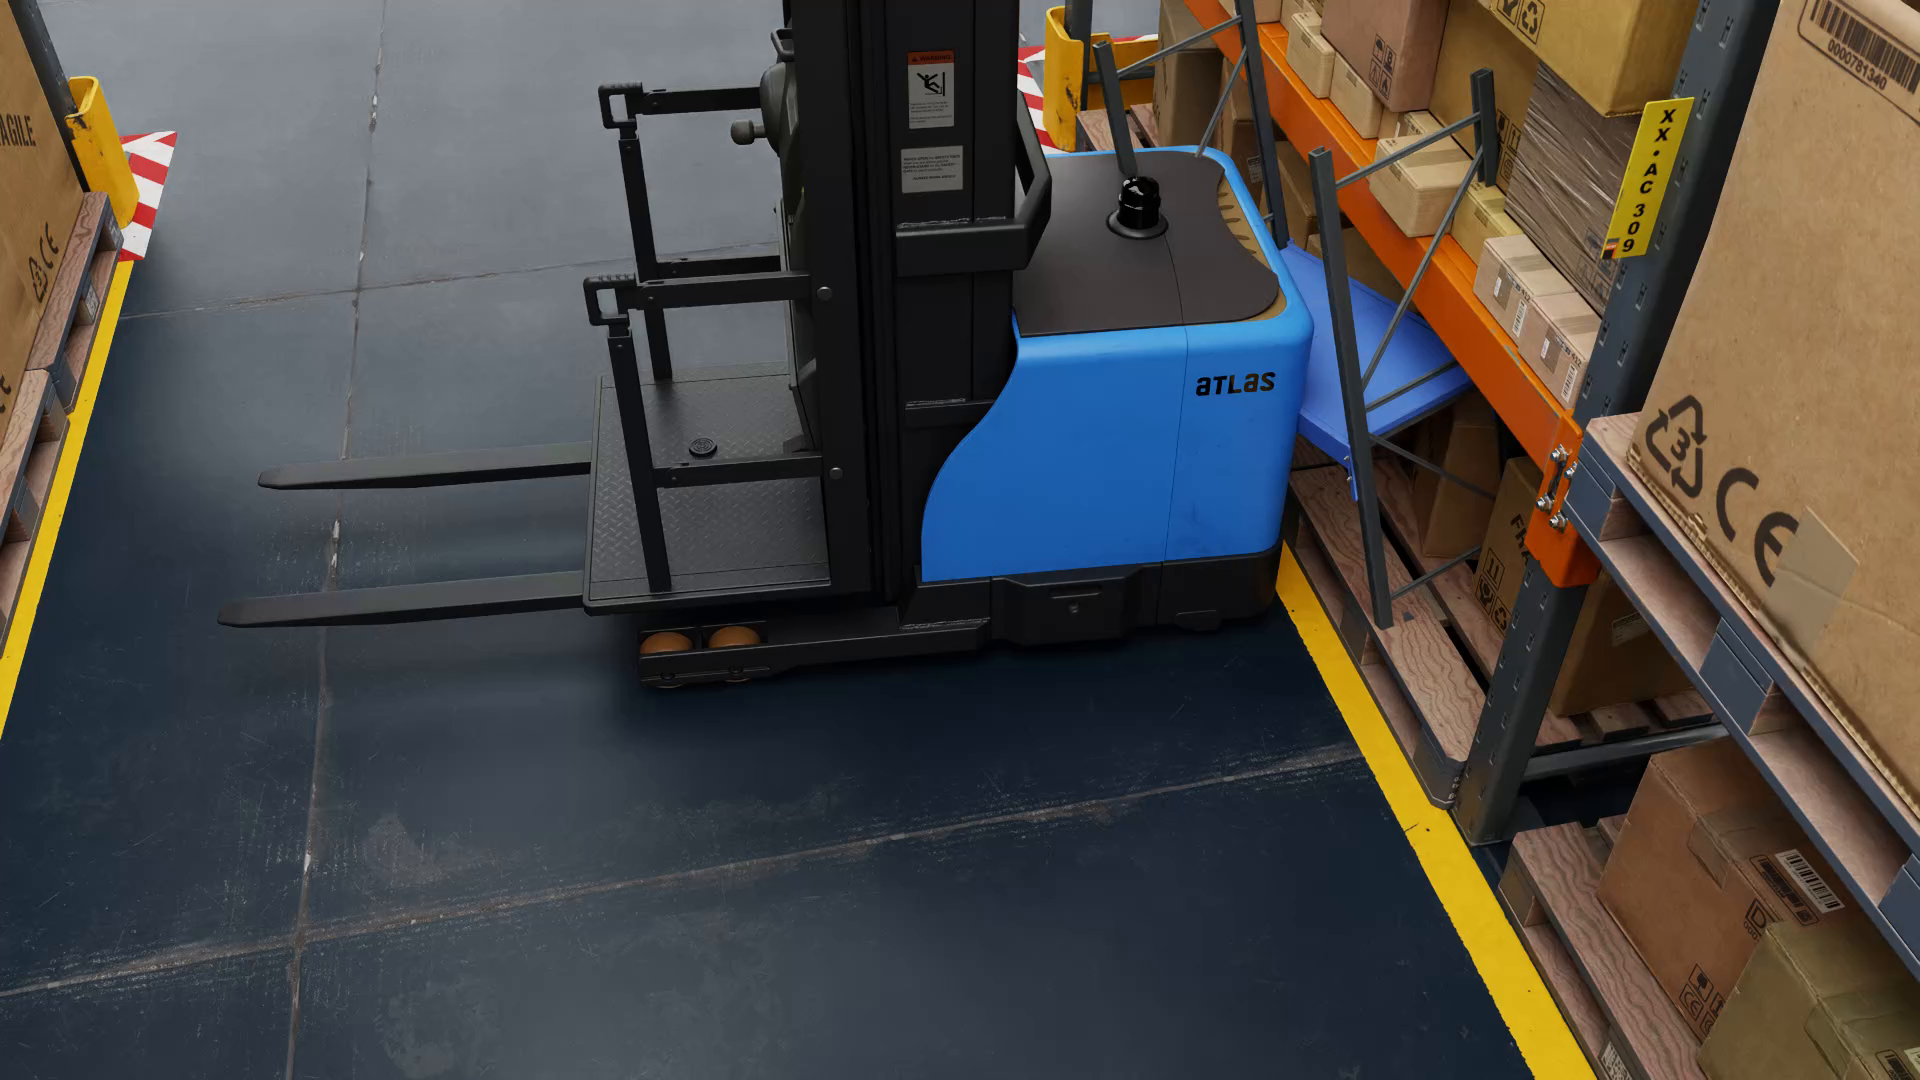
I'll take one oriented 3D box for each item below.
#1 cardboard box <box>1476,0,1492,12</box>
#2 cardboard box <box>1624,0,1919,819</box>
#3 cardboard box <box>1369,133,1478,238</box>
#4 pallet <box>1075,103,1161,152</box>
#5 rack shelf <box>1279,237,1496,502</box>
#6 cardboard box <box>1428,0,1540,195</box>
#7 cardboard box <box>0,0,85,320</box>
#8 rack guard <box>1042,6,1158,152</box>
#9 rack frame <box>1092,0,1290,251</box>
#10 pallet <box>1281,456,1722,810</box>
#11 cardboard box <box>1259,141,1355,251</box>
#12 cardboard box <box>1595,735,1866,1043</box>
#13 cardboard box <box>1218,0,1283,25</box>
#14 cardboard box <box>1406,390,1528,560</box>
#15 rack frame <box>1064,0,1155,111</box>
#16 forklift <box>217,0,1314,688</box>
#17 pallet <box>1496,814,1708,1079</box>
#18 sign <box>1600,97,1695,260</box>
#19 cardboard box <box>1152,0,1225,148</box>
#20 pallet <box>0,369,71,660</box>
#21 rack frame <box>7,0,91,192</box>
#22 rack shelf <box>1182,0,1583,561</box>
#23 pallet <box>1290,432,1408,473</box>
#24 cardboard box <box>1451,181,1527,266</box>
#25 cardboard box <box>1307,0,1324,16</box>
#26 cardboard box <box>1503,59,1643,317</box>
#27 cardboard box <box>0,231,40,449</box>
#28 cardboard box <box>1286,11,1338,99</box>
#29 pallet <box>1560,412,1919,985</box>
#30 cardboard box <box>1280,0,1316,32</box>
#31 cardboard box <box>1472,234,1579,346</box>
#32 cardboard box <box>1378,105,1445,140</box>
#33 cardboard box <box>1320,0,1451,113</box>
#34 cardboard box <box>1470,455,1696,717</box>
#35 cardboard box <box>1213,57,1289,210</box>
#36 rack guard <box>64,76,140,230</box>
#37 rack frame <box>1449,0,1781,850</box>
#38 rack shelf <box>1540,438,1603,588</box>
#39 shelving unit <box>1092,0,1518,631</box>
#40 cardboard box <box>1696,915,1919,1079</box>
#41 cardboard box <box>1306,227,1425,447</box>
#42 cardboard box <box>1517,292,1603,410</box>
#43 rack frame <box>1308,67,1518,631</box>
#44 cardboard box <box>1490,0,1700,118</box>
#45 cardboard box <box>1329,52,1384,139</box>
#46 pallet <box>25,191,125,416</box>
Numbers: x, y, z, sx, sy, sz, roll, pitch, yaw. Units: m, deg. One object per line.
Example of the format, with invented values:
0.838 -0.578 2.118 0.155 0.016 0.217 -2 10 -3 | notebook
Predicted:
1.331 -1.525 3.656 0.500 0.500 0.500 -8 42 -9 | cardboard box
1.840 -0.272 2.529 1.000 1.000 1.000 -8 42 -9 | cardboard box
1.269 -0.909 4.204 0.380 0.149 0.250 -8 42 -9 | cardboard box
1.099 -1.395 6.663 1.003 0.211 1.213 -8 42 -9 | pallet
1.037 -0.520 4.778 0.538 0.185 1.000 -27 38 -12 | rack shelf
1.695 -1.204 4.048 0.875 0.500 0.500 -8 42 -9 | cardboard box
-3.712 -1.306 5.746 0.875 0.875 0.875 -8 42 -9 | cardboard box
0.959 -2.035 7.166 1.175 0.500 0.348 -8 42 -9 | rack guard
0.777 -0.896 5.064 0.500 1.500 0.032 -27 38 -12 | rack frame
1.626 0.187 4.881 1.003 0.211 1.213 -8 42 -9 | pallet
1.340 -1.043 5.732 0.500 0.500 0.500 -5 42 -5 | cardboard box
1.917 0.745 3.702 0.700 0.500 0.500 -11 43 -13 | cardboard box
1.000 -1.720 5.117 0.380 0.149 0.250 -8 42 -9 | cardboard box
1.627 -0.283 4.876 0.500 0.500 0.500 4 42 4 | cardboard box
0.942 -3.019 6.391 1.000 3.000 0.127 -8 42 -9 | rack frame
-0.620 -1.044 4.218 3.031 2.935 1.130 -5 42 -5 | forklift
1.975 1.121 3.828 1.003 0.211 1.213 -8 42 -9 | pallet
1.277 -0.667 3.090 0.100 0.325 0.005 -8 42 -9 | sign
1.061 -1.834 6.623 0.500 0.500 0.500 -1 42 -1 | cardboard box
-3.414 -0.034 5.130 1.003 0.211 1.213 -8 42 -9 | pallet
-3.923 -2.374 5.664 1.000 3.000 0.127 -8 42 -9 | rack frame
1.374 -1.453 5.170 1.077 0.370 4.000 -8 42 -9 | rack shelf
1.359 -0.606 5.773 1.003 0.211 1.213 -8 42 -9 | pallet
1.432 -0.763 4.040 0.380 0.149 0.250 -8 42 -9 | cardboard box
1.421 -1.844 4.768 0.875 0.500 0.500 -8 42 -9 | cardboard box
1.769 -0.875 3.677 0.875 0.500 0.500 -8 42 -9 | cardboard box
-3.520 -0.736 5.104 0.875 0.875 0.875 -9 42 -10 | cardboard box
1.163 -1.404 4.761 0.380 0.149 0.250 -8 42 -9 | cardboard box
1.829 0.162 2.952 1.003 0.211 1.213 -8 42 -9 | pallet
1.184 -1.577 4.956 0.380 0.149 0.250 -8 42 -9 | cardboard box
1.427 -0.593 3.847 0.380 0.149 0.250 -8 42 -9 | cardboard box
1.344 -1.090 4.408 0.380 0.149 0.250 -8 42 -9 | cardboard box
1.489 -1.514 4.397 0.875 0.500 0.500 -8 42 -9 | cardboard box
1.758 0.087 4.459 0.500 0.500 0.500 -10 42 -11 | cardboard box
1.223 -1.451 6.192 0.500 0.500 0.500 2 42 2 | cardboard box
-3.928 -1.454 6.512 1.175 0.500 0.348 -8 42 -9 | rack guard
1.806 -0.426 3.470 1.000 3.000 0.127 -8 42 -9 | rack frame
2.237 1.139 2.249 1.077 0.370 4.000 -8 42 -9 | rack shelf
0.991 -0.657 4.670 0.538 1.500 1.048 -27 38 -12 | shelving unit
2.002 1.057 3.351 0.700 0.500 0.500 -9 42 -10 | cardboard box
1.417 -0.675 5.317 0.500 0.500 0.500 -12 43 -13 | cardboard box
1.472 -0.429 3.663 0.380 0.149 0.250 -8 42 -9 | cardboard box
1.206 -0.417 4.276 0.500 1.500 0.032 -27 38 -12 | rack frame
1.440 -1.201 3.291 0.500 0.500 0.500 -8 42 -9 | cardboard box
1.251 -1.247 4.584 0.380 0.149 0.250 -8 42 -9 | cardboard box
-3.674 -0.824 6.019 1.003 0.211 1.213 -8 42 -9 | pallet
